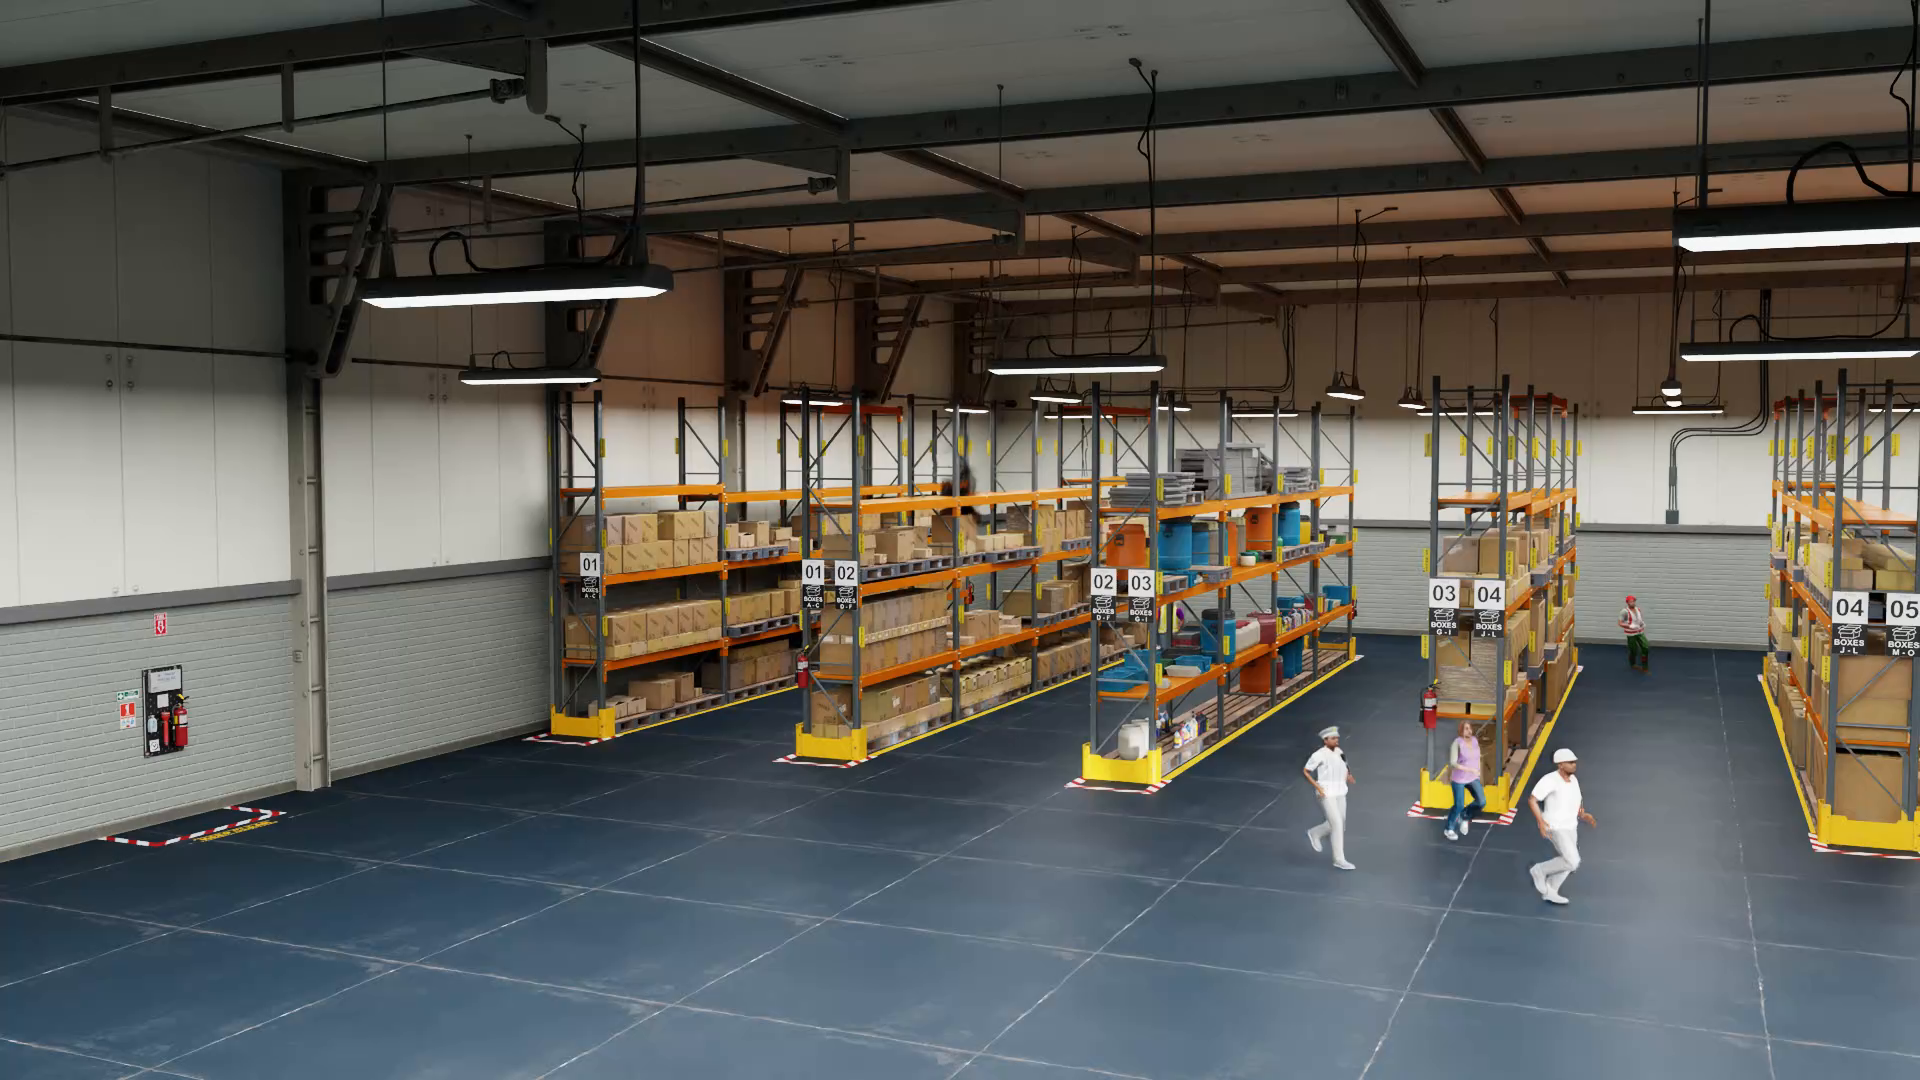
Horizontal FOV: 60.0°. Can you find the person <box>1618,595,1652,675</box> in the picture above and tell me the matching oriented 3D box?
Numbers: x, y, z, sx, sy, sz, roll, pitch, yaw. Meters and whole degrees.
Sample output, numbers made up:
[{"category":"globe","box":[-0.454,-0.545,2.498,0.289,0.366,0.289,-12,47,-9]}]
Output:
[{"category":"person","box":[14.935,2.128,36.977,0.745,1.823,0.732,-1,3,-10]}]

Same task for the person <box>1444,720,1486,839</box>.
[{"category":"person","box":[6.432,3.052,21.080,0.564,1.556,0.716,-1,3,-16]}]

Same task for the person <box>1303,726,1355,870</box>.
[{"category":"person","box":[4.435,3.059,19.977,0.588,1.665,0.850,-2,4,-33]}]

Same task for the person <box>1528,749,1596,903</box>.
[{"category":"person","box":[6.601,3.137,18.209,0.695,1.712,0.620,-2,4,-37]}]

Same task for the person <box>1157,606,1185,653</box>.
[{"category":"person","box":[4.682,2.085,37.243,0.699,1.738,0.758,1,3,12]}]
